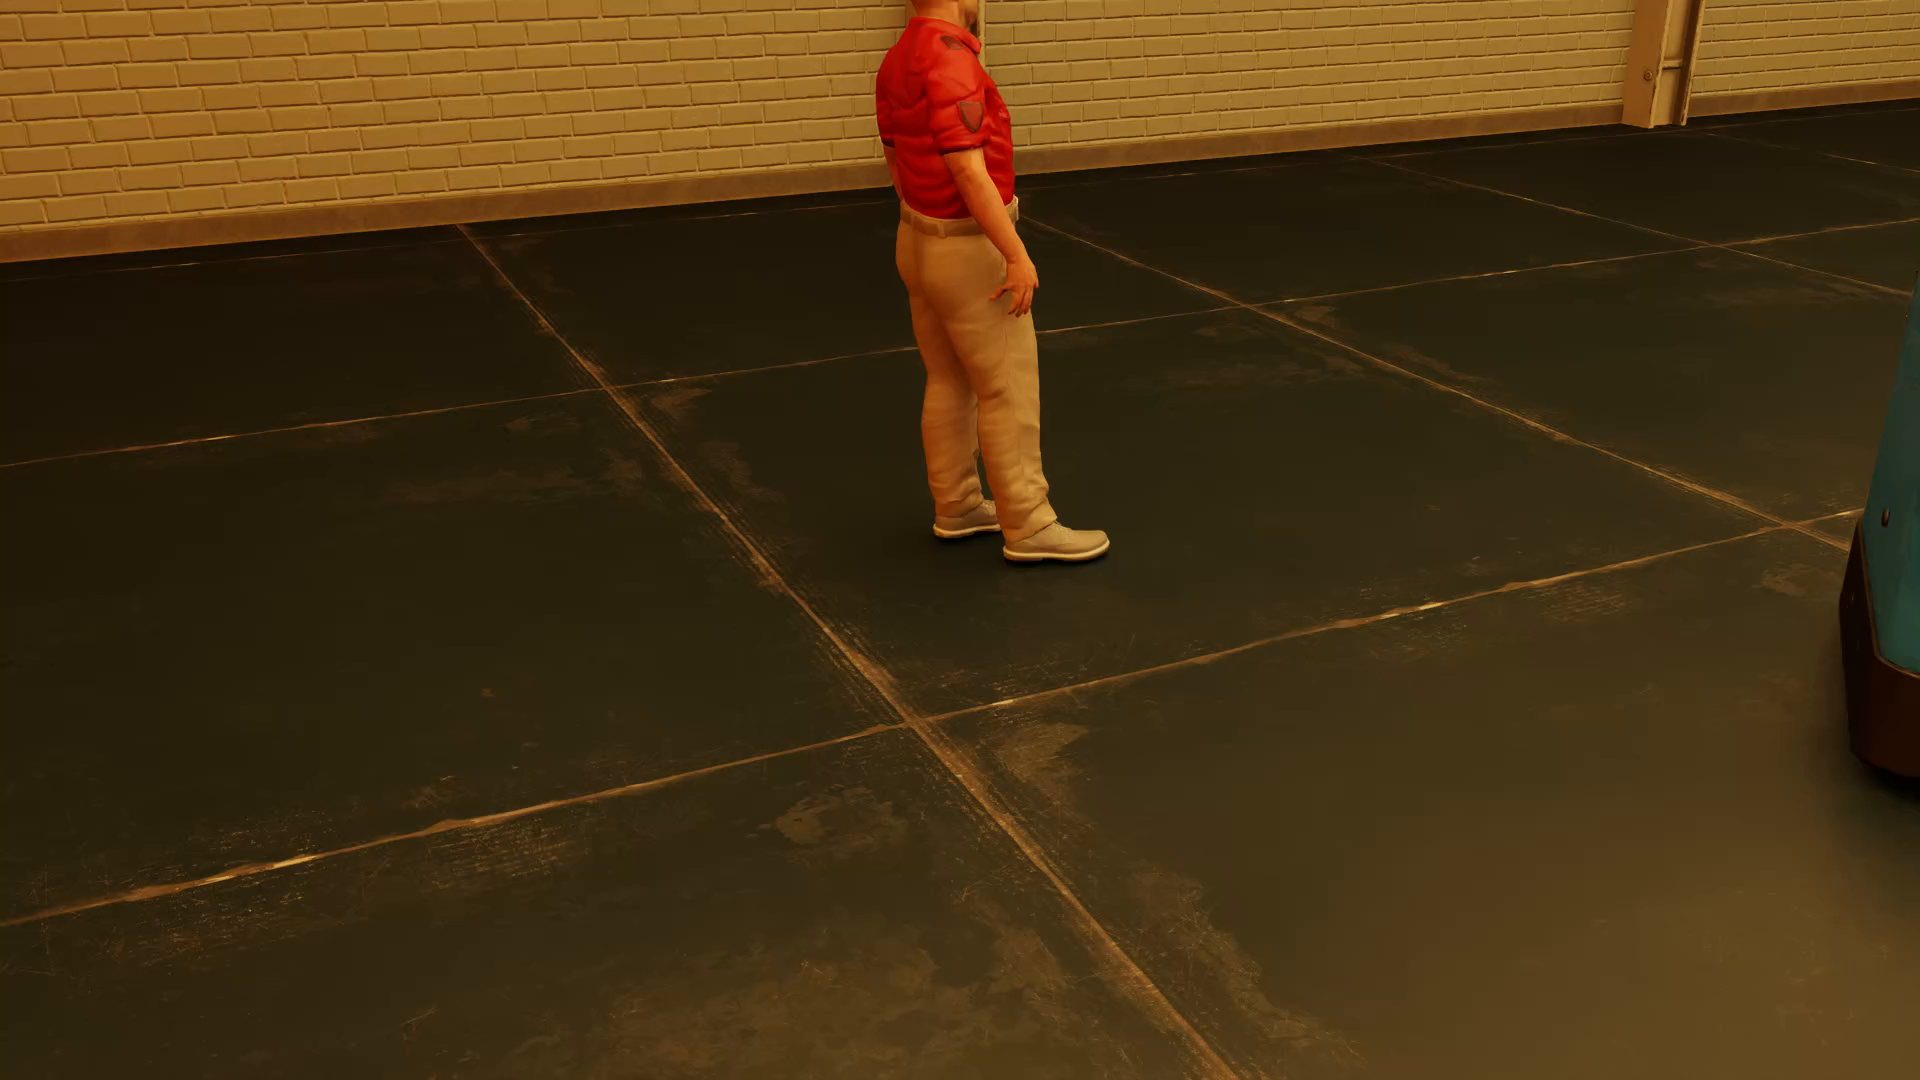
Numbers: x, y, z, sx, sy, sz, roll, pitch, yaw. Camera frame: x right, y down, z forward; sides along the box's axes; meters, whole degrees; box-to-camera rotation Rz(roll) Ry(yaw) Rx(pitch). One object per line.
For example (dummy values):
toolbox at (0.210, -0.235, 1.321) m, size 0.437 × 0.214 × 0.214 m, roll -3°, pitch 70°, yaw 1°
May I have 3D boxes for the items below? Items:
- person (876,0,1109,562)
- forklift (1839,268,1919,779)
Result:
person at (0.086, -0.816, 4.797) m, size 0.550 × 1.727 × 0.641 m, roll -10°, pitch 25°, yaw -23°
forklift at (3.587, -0.727, 3.037) m, size 3.031 × 2.935 × 1.130 m, roll 10°, pitch 24°, yaw 22°
